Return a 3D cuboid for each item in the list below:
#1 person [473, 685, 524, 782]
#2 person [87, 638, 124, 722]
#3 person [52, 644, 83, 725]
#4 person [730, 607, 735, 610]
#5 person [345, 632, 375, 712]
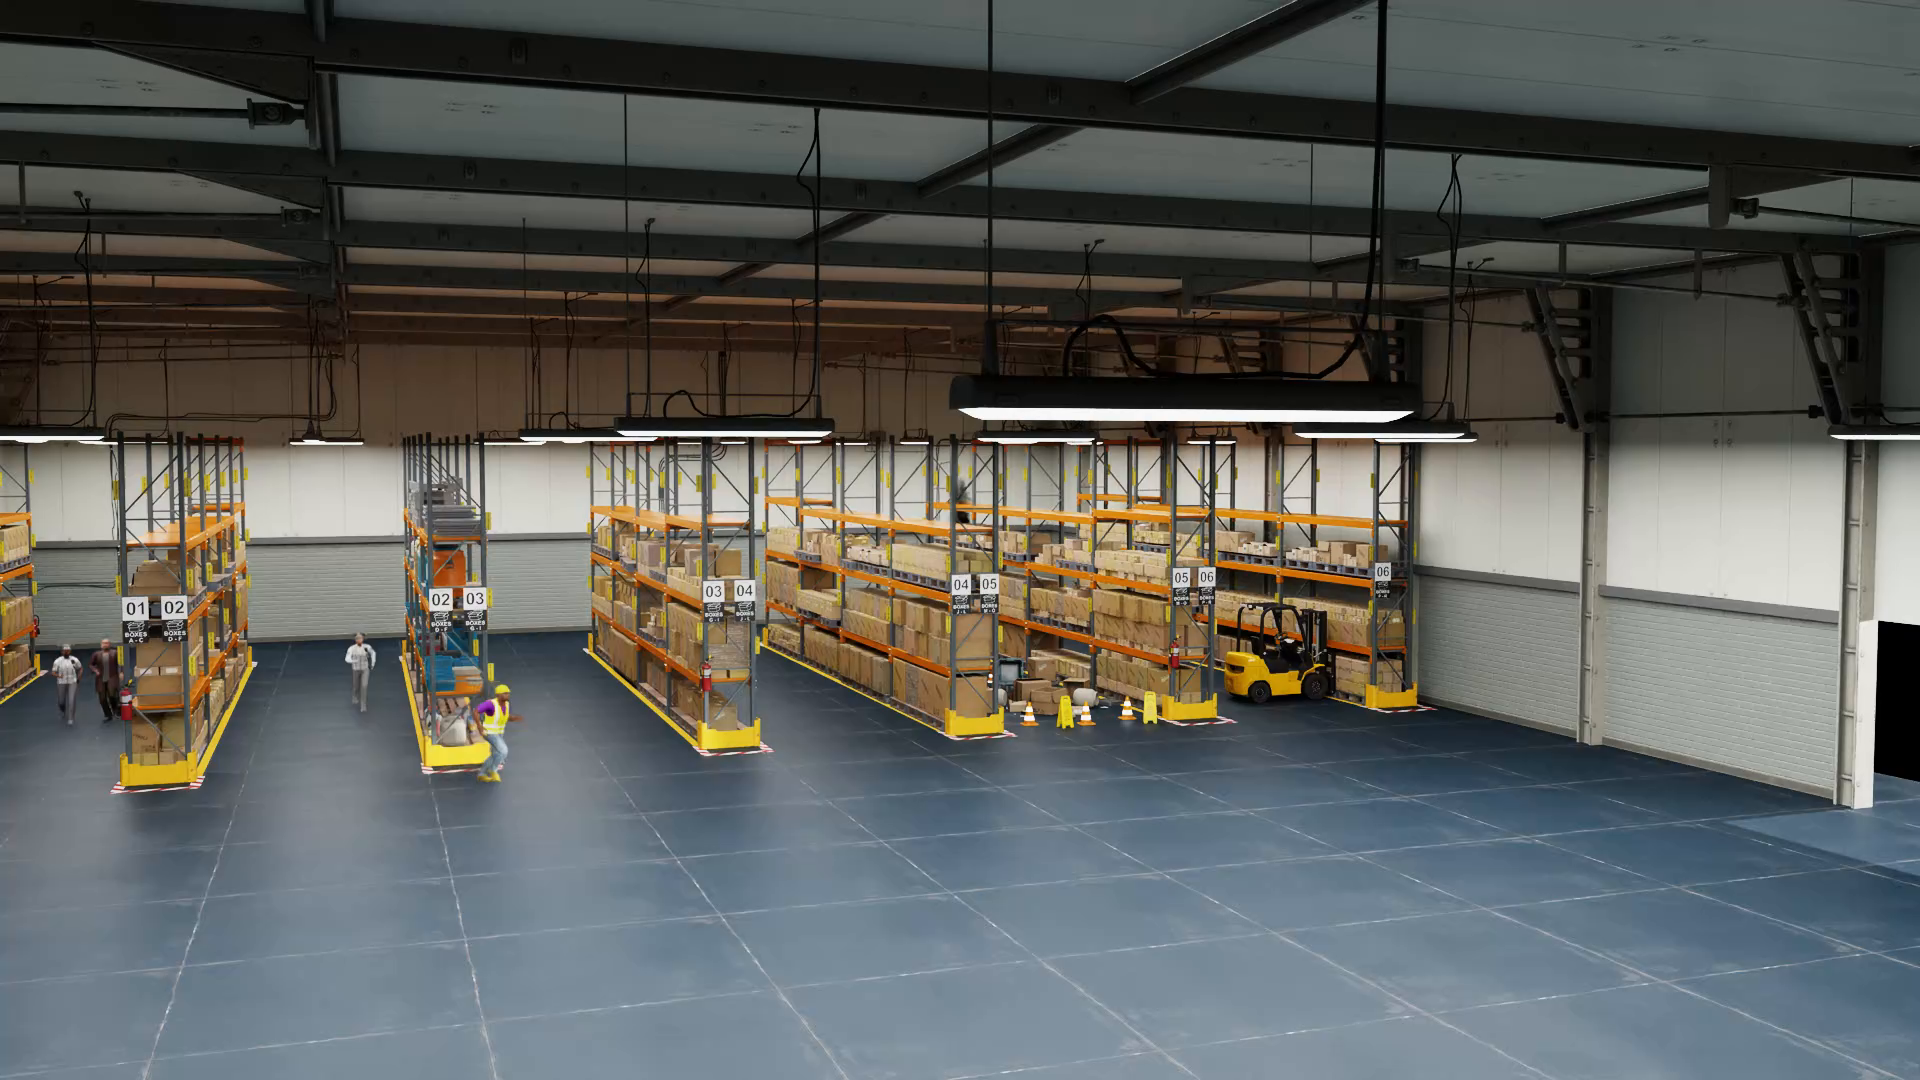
[{"bbox_3d":[-7.928,3.316,28.481,0.795,1.684,0.747,1,3,18],"label":"person"},{"bbox_3d":[-17.767,2.930,34.620,0.732,1.753,0.645,-1,3,-17],"label":"person"},{"bbox_3d":[-18.522,2.972,34.528,0.590,1.663,0.790,-2,4,-29],"label":"person"},{"bbox_3d":[-6.680,2.323,47.348,0.698,1.580,0.527,0,3,1],"label":"person"},{"bbox_3d":[-13.124,2.857,36.421,0.622,1.717,0.937,-1,3,-20],"label":"person"}]
